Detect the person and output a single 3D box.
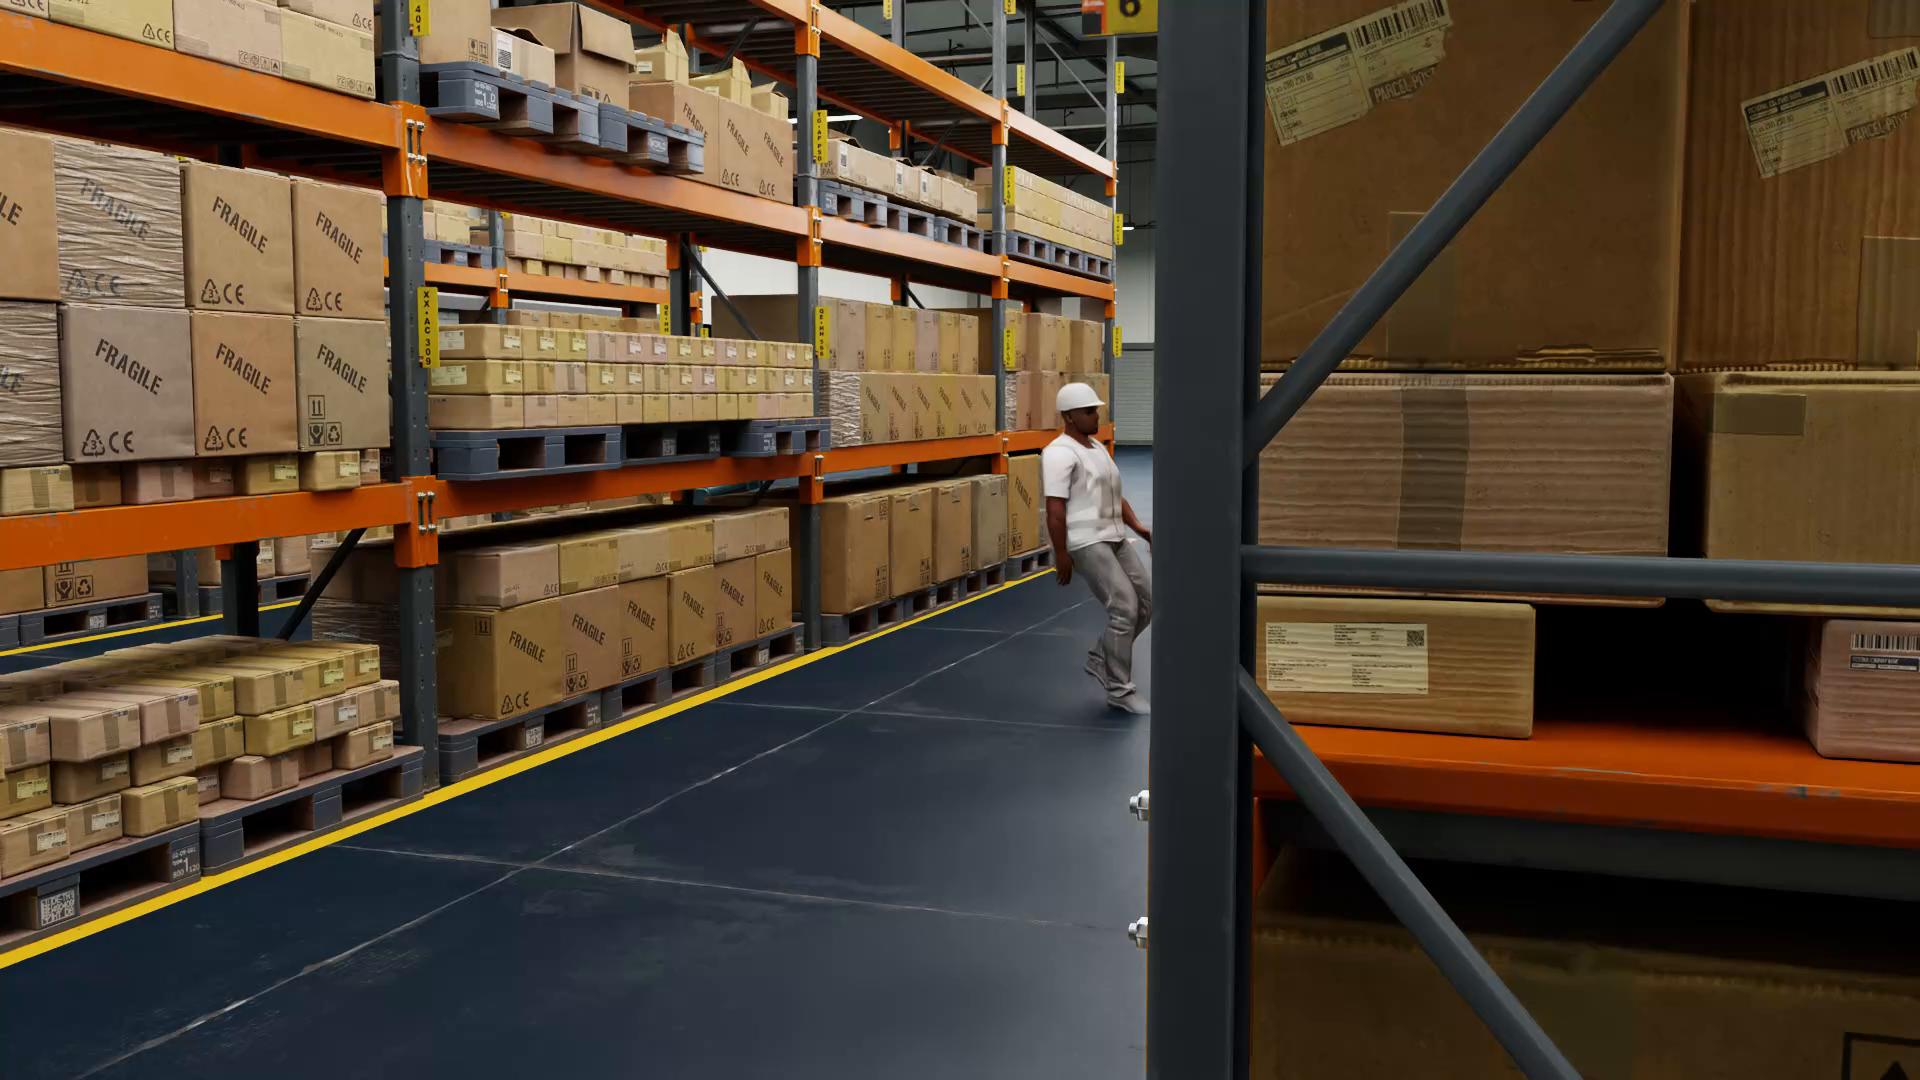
[{"bbox_3d":[0.804,0.035,8.841,0.659,1.736,0.625,3,6,30],"label":"person"}]
